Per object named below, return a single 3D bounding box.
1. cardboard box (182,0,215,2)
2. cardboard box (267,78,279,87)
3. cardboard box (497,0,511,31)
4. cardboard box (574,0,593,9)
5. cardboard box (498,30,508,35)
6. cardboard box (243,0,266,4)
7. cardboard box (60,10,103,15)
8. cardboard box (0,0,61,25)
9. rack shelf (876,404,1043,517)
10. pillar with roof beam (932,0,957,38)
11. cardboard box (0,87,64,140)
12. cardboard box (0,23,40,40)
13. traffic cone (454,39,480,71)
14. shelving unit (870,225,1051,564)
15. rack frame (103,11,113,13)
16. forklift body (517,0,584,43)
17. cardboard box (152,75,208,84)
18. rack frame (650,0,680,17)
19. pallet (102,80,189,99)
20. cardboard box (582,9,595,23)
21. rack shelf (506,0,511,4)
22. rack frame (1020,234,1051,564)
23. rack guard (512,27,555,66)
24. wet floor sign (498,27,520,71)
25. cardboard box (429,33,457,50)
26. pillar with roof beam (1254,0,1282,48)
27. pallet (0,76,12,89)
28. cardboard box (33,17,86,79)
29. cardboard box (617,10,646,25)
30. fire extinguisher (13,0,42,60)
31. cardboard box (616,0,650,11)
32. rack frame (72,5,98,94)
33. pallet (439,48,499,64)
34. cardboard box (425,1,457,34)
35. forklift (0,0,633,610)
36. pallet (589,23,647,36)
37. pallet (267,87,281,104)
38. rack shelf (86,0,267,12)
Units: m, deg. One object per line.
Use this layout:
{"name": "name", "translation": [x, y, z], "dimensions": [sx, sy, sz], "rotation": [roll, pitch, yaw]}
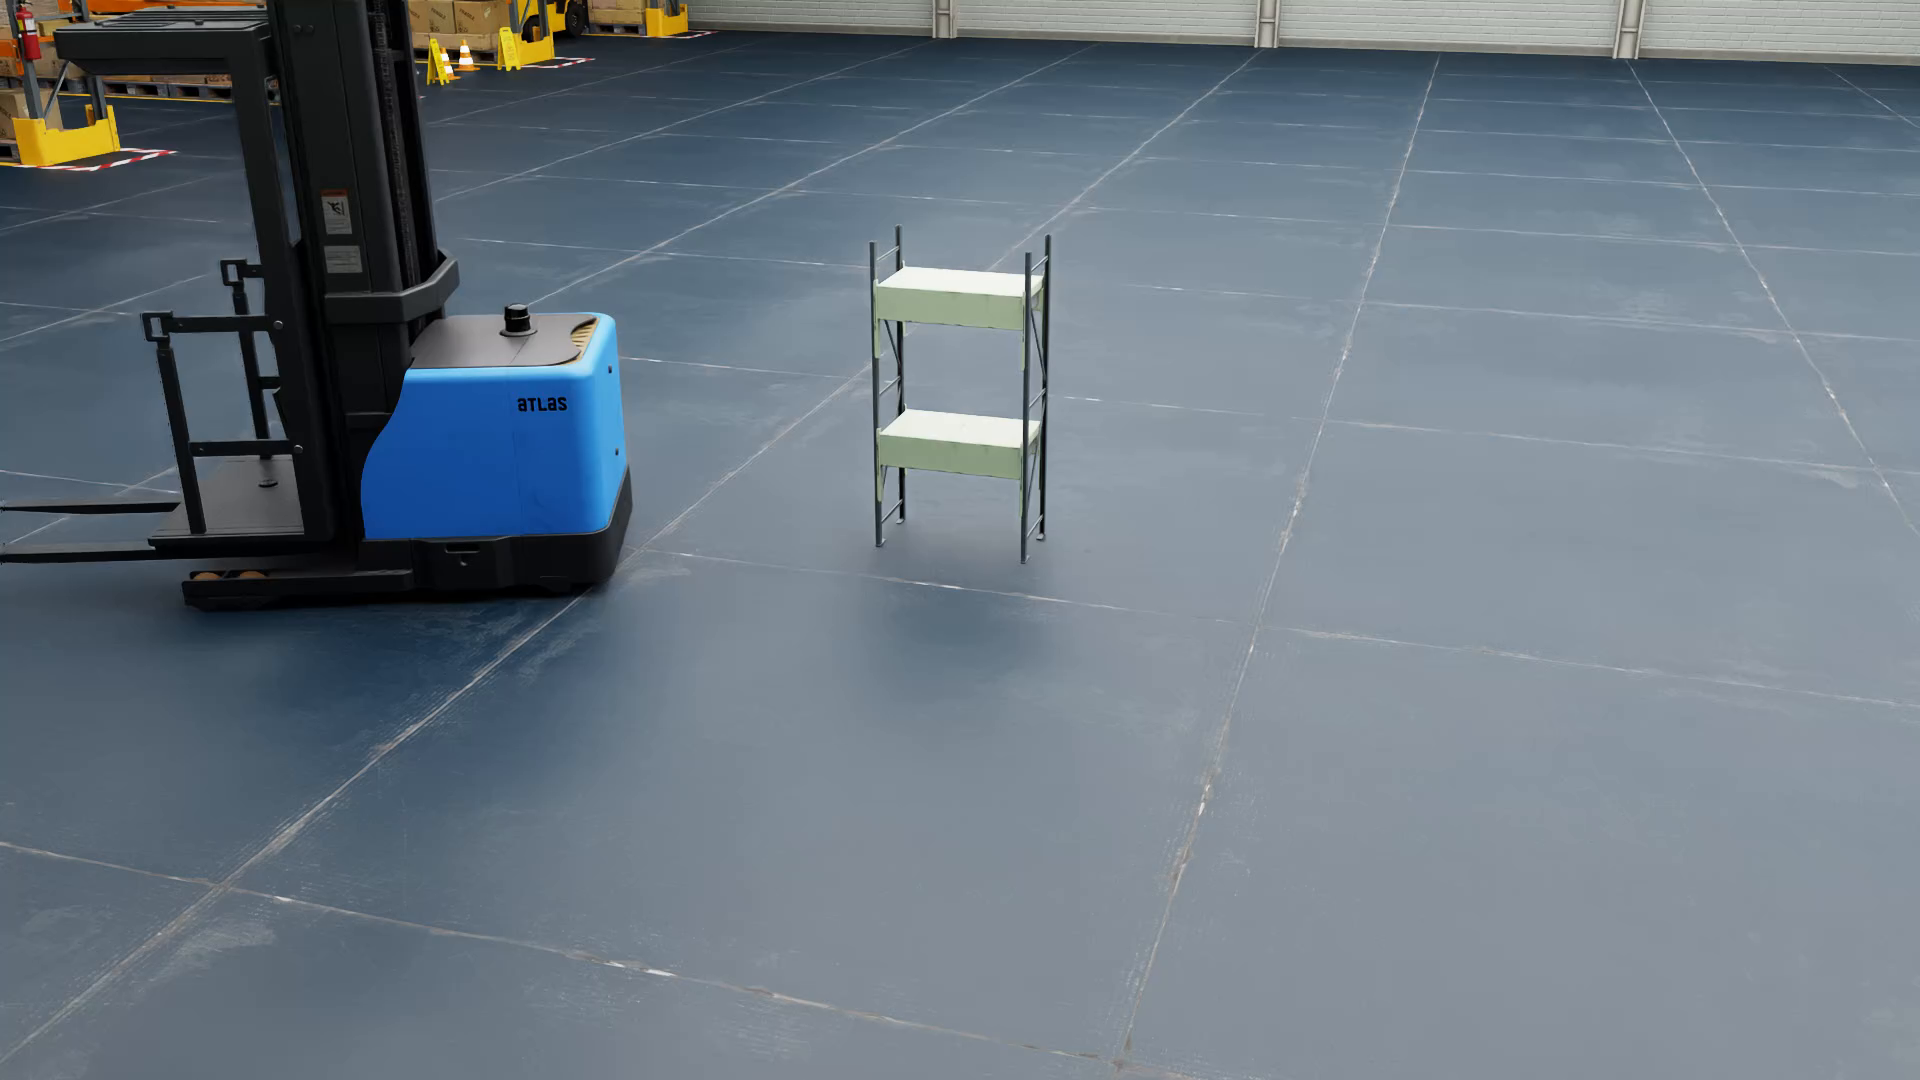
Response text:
{"name": "cardboard box", "translation": [-10.303, -7.773, 23.008], "dimensions": [0.500, 0.550, 0.875], "rotation": [7, 23, 16]}
{"name": "cardboard box", "translation": [-9.051, -6.738, 22.930], "dimensions": [0.875, 0.875, 0.875], "rotation": [7, 23, 16]}
{"name": "cardboard box", "translation": [-7.765, -8.747, 27.661], "dimensions": [0.500, 0.500, 0.500], "rotation": [6, 23, 14]}
{"name": "cardboard box", "translation": [-7.153, -10.291, 31.756], "dimensions": [0.500, 0.250, 0.500], "rotation": [6, 23, 14]}
{"name": "cardboard box", "translation": [-7.742, -8.397, 27.798], "dimensions": [0.500, 0.250, 0.500], "rotation": [6, 23, 15]}
{"name": "cardboard box", "translation": [-9.284, -7.623, 22.642], "dimensions": [0.550, 0.550, 0.875], "rotation": [7, 23, 16]}
{"name": "cardboard box", "translation": [-15.346, -9.480, 29.615], "dimensions": [0.875, 0.875, 0.875], "rotation": [6, 23, 15]}
{"name": "cardboard box", "translation": [-10.431, -5.940, 18.213], "dimensions": [0.500, 0.500, 0.875], "rotation": [7, 23, 16]}
{"name": "rack shelf", "translation": [0.006, -0.392, 8.046], "dimensions": [0.720, 0.370, 0.431], "rotation": [7, 23, 16]}
{"name": "pillar with roof beam", "translation": [-1.525, -12.048, 25.722], "dimensions": [0.400, 9.000, 9.100], "rotation": [7, 23, 16]}
{"name": "cardboard box", "translation": [-10.505, -4.798, 18.694], "dimensions": [0.500, 0.500, 0.500], "rotation": [11, 25, 25]}
{"name": "cardboard box", "translation": [-10.245, -5.526, 18.058], "dimensions": [0.250, 0.149, 0.380], "rotation": [7, 23, 16]}
{"name": "traffic cone", "translation": [-7.834, -7.691, 26.349], "dimensions": [0.334, 0.463, 0.336], "rotation": [7, 23, 16]}
{"name": "shelving unit", "translation": [0.006, -0.693, 7.923], "dimensions": [0.755, 1.500, 0.431], "rotation": [7, 23, 16]}
{"name": "rack frame", "translation": [-14.709, -10.163, 29.033], "dimensions": [0.127, 3.000, 1.000], "rotation": [7, 23, 16]}
{"name": "forklift body", "translation": [-7.962, -10.242, 30.345], "dimensions": [1.214, 2.155, 2.313], "rotation": [7, 23, 16]}
{"name": "cardboard box", "translation": [-10.767, -6.935, 23.409], "dimensions": [0.875, 0.875, 0.875], "rotation": [7, 23, 16]}
{"name": "rack frame", "translation": [-5.620, -11.090, 31.293], "dimensions": [0.127, 3.000, 1.000], "rotation": [7, 23, 16]}
{"name": "pallet", "translation": [-11.507, -6.513, 23.809], "dimensions": [1.213, 0.211, 1.003], "rotation": [7, 23, 15]}
{"name": "cardboard box", "translation": [-7.110, -10.065, 31.864], "dimensions": [0.500, 0.250, 0.500], "rotation": [7, 23, 16]}
{"name": "rack shelf", "translation": [-8.965, -9.173, 27.566], "dimensions": [4.000, 0.370, 1.077], "rotation": [7, 23, 16]}
{"name": "rack frame", "translation": [0.357, -0.653, 7.825], "dimensions": [0.023, 1.500, 0.400], "rotation": [7, 23, 16]}
{"name": "rack guard", "translation": [-7.123, -8.138, 27.390], "dimensions": [0.348, 0.500, 1.175], "rotation": [7, 23, 16]}
{"name": "wet floor sign", "translation": [-7.177, -7.787, 26.344], "dimensions": [0.232, 0.644, 0.267], "rotation": [16, 27, 34]}
{"name": "cardboard box", "translation": [-8.395, -8.259, 27.461], "dimensions": [0.500, 0.250, 0.500], "rotation": [7, 23, 16]}
{"name": "pillar with roof beam", "translation": [4.219, -11.390, 24.119], "dimensions": [0.400, 9.000, 9.100], "rotation": [7, 23, 16]}
{"name": "pallet", "translation": [-14.145, -6.815, 24.546], "dimensions": [1.213, 0.211, 1.003], "rotation": [7, 23, 16]}
{"name": "cardboard box", "translation": [-12.833, -7.104, 23.986], "dimensions": [0.750, 0.750, 1.050], "rotation": [6, 23, 15]}
{"name": "cardboard box", "translation": [-6.161, -9.949, 31.581], "dimensions": [0.500, 0.250, 0.500], "rotation": [7, 23, 16]}
{"name": "fire extinguisher", "translation": [-9.936, -5.470, 17.693], "dimensions": [0.183, 0.674, 0.296], "rotation": [7, 23, 16]}
{"name": "cardboard box", "translation": [-6.176, -10.183, 31.493], "dimensions": [0.500, 0.250, 0.500], "rotation": [6, 23, 15]}
{"name": "rack frame", "translation": [-12.213, -7.915, 23.553], "dimensions": [0.127, 3.000, 1.000], "rotation": [7, 23, 16]}
{"name": "pallet", "translation": [-7.890, -8.106, 27.693], "dimensions": [1.213, 0.211, 1.003], "rotation": [7, 23, 16]}
{"name": "cardboard box", "translation": [-8.393, -8.604, 27.315], "dimensions": [0.500, 0.500, 0.500], "rotation": [7, 23, 17]}
{"name": "forklift", "translation": [-3.135, -1.250, 7.394], "dimensions": [3.031, 2.935, 1.130], "rotation": [-2, 22, -4]}
{"name": "pallet", "translation": [-6.364, -9.869, 31.989], "dimensions": [1.213, 0.211, 1.003], "rotation": [7, 23, 16]}
{"name": "pallet", "translation": [-9.171, -6.246, 23.157], "dimensions": [1.213, 0.211, 1.003], "rotation": [7, 23, 15]}
{"name": "rack shelf", "translation": [-10.298, -7.363, 23.155], "dimensions": [4.000, 0.370, 1.077], "rotation": [7, 23, 16]}
